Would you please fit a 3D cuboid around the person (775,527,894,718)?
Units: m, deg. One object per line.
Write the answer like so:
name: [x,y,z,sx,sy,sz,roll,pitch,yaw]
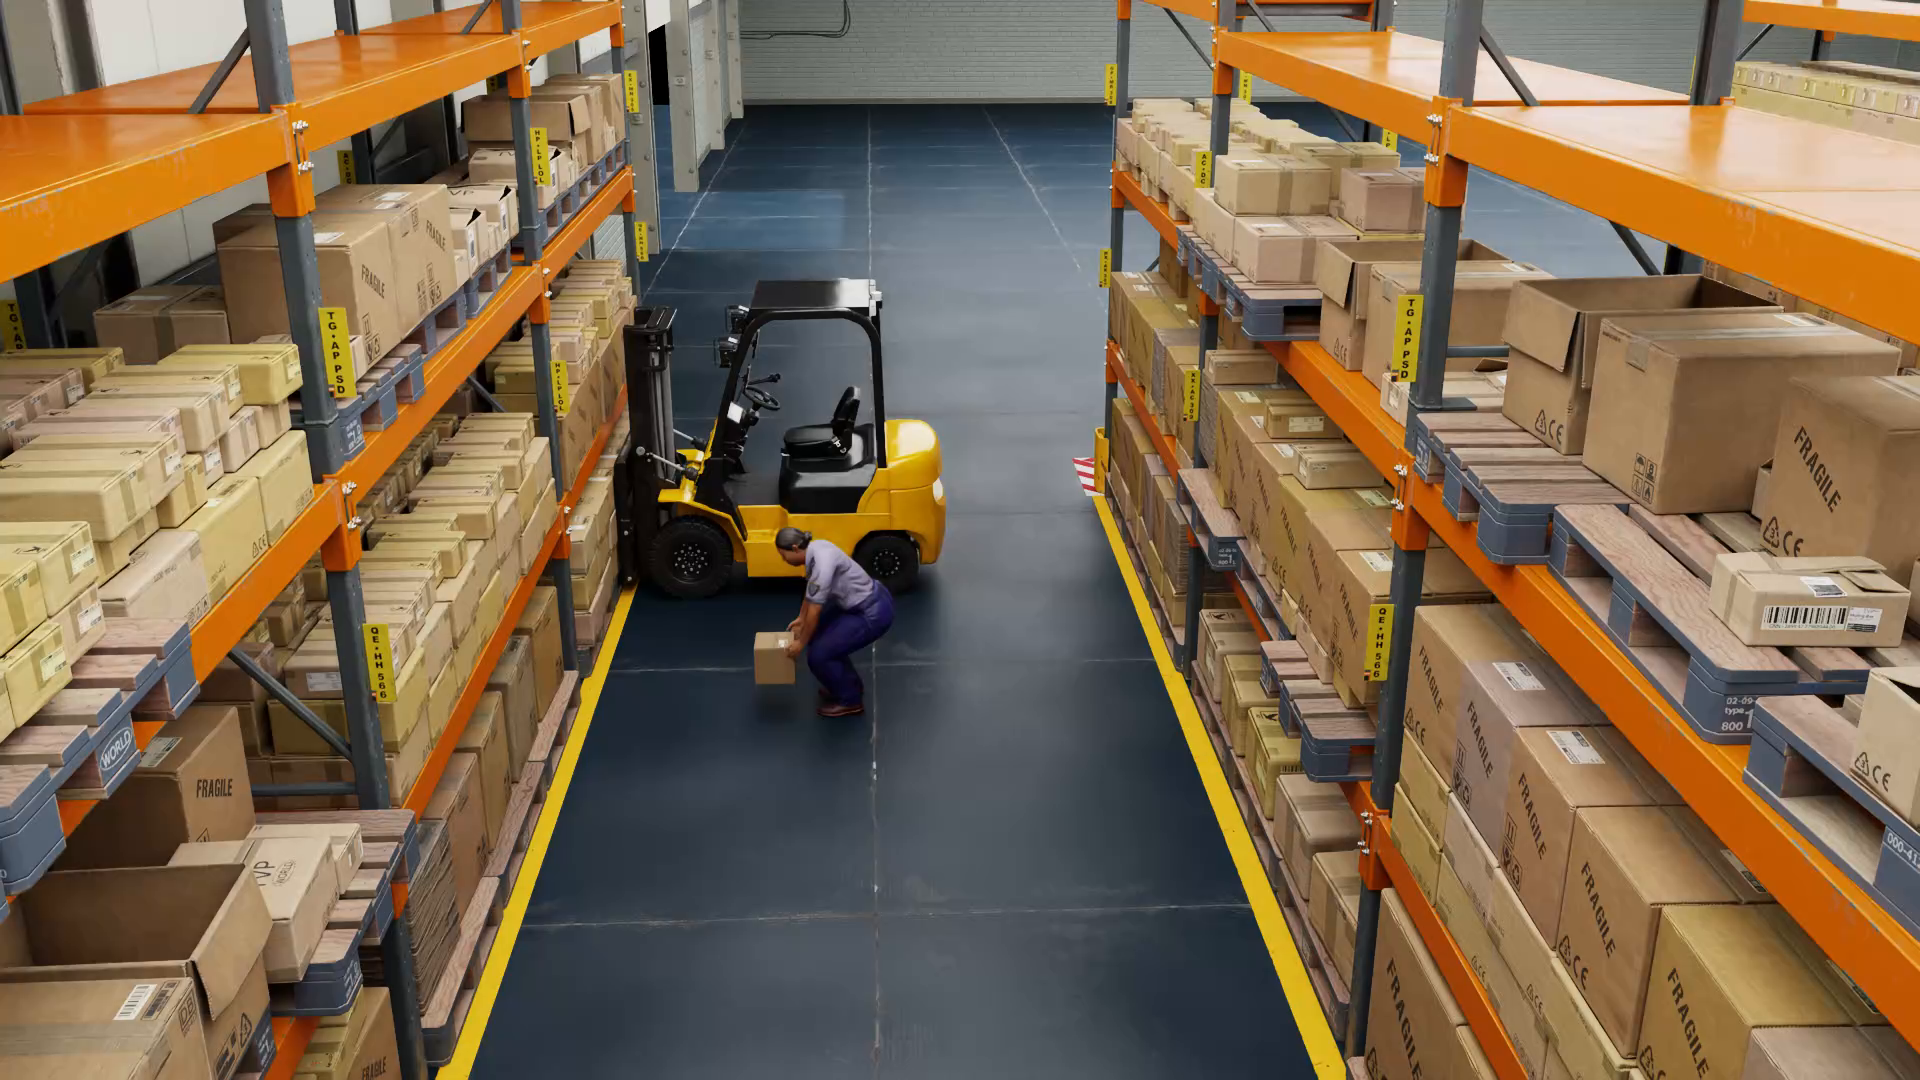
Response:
person: [-0.772,0.488,10.402,0.726,1.230,0.536,-1,21,-3]
